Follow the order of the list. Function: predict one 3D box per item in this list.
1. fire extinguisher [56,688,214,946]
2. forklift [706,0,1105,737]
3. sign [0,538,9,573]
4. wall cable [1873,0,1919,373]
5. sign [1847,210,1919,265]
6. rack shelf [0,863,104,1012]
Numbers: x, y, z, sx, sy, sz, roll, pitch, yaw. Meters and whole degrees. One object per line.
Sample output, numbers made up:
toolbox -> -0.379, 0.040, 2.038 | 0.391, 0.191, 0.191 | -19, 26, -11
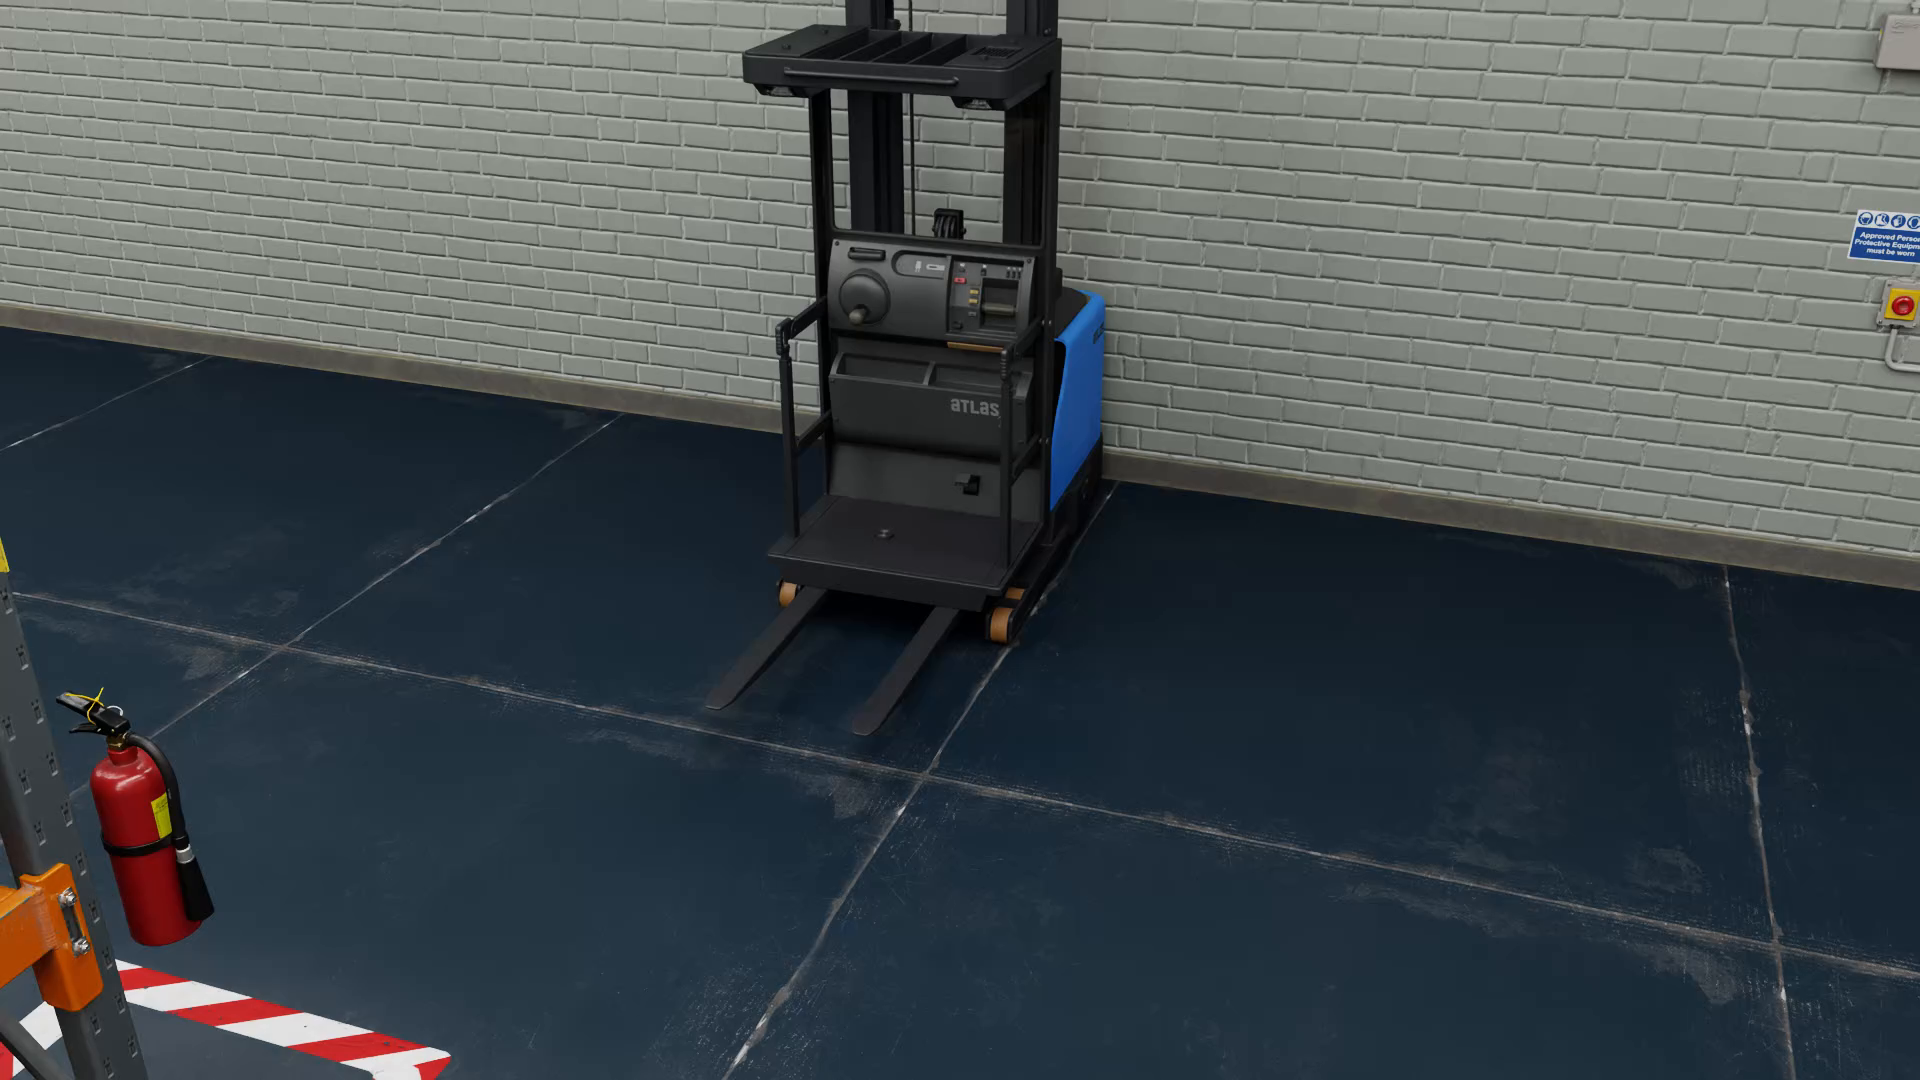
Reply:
fire extinguisher -> -1.963, 0.653, 3.976 | 0.296, 0.674, 0.183 | 9, 27, 17
forklift -> -0.195, -1.058, 7.072 | 1.130, 2.935, 3.031 | 8, 27, 16
sign -> -1.965, -0.088, 3.298 | 0.100, 0.325, 0.005 | 9, 27, 17
wall cable -> 4.074, -1.629, 6.970 | 0.585, 1.953, 0.123 | 9, 27, 17
sign -> 4.049, -1.311, 7.206 | 0.327, 0.218, 0.001 | 9, 27, 17
rack shelf -> -3.148, 1.633, 2.262 | 1.077, 0.370, 4.000 | 9, 27, 17
